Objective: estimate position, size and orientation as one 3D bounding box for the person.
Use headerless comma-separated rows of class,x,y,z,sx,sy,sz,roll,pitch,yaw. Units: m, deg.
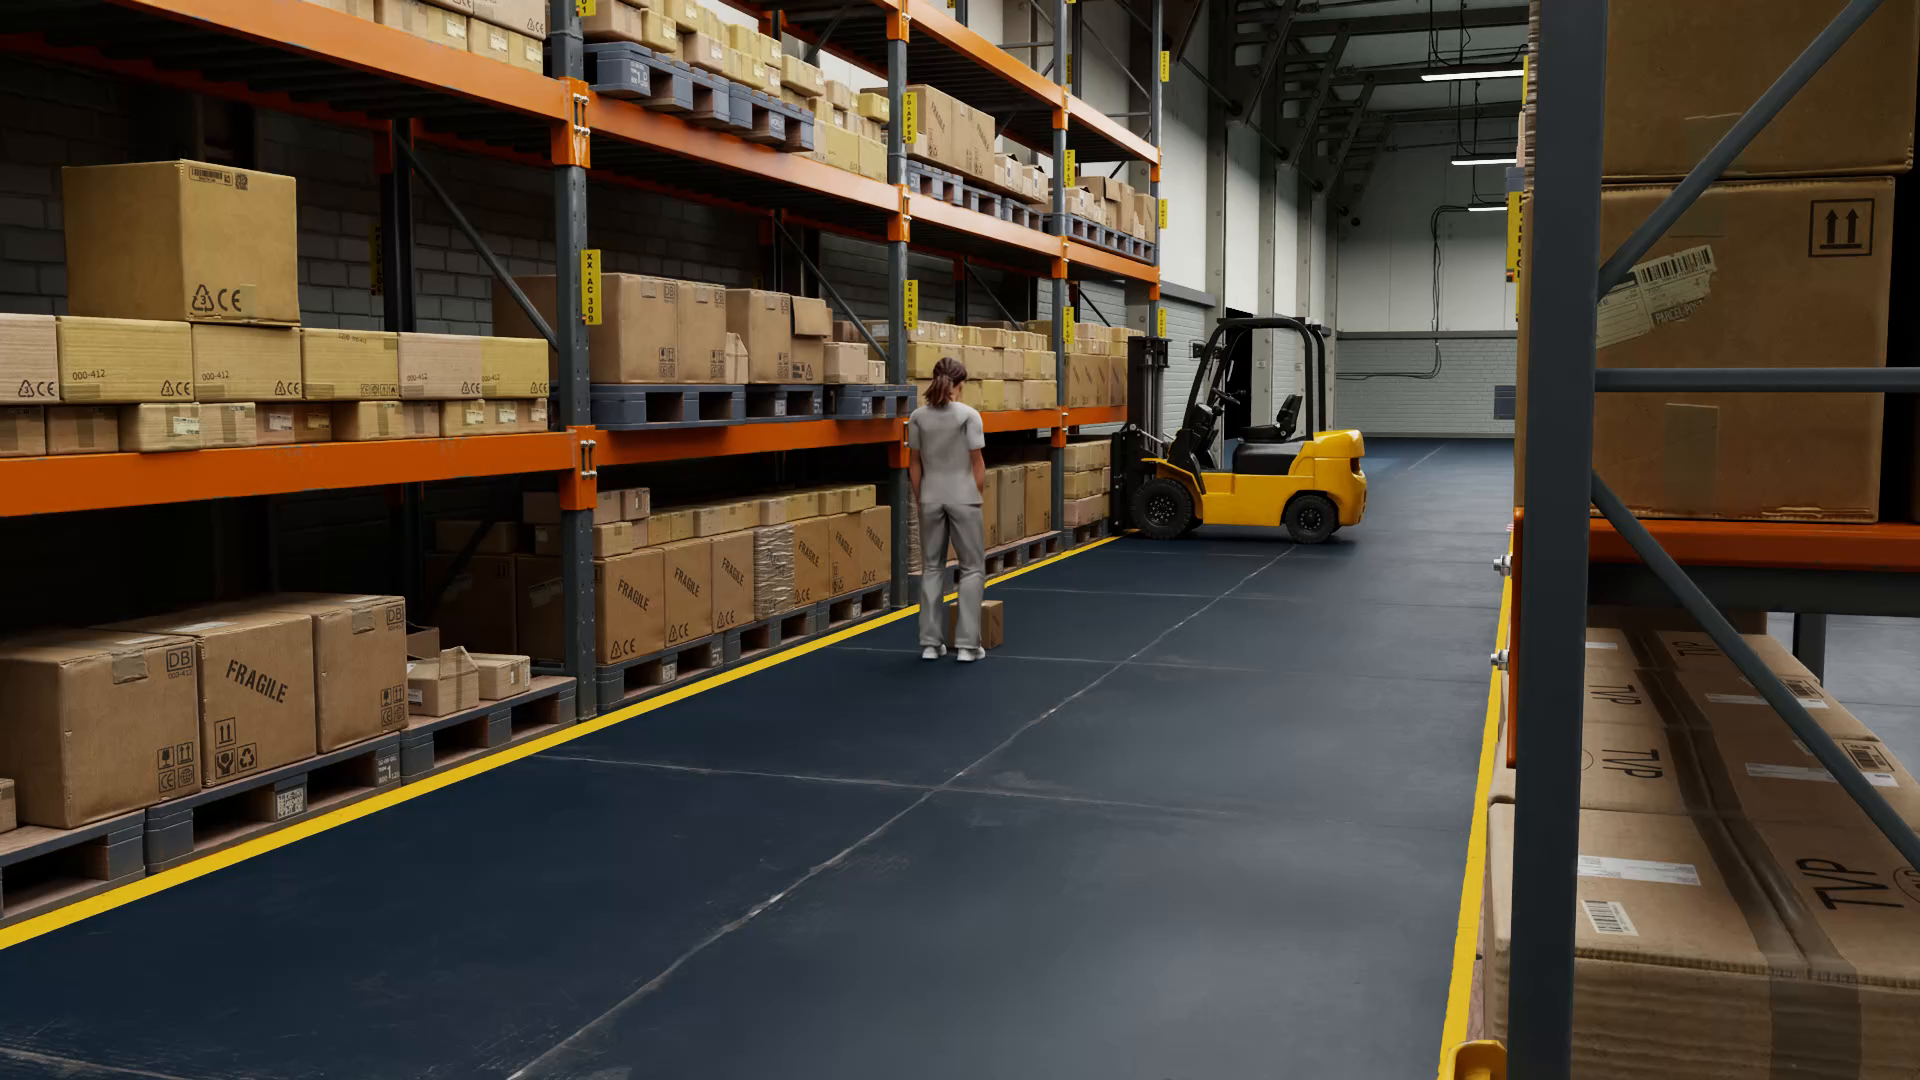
person,-0.073,-0.169,9.136,0.447,1.666,0.354,2,6,18
